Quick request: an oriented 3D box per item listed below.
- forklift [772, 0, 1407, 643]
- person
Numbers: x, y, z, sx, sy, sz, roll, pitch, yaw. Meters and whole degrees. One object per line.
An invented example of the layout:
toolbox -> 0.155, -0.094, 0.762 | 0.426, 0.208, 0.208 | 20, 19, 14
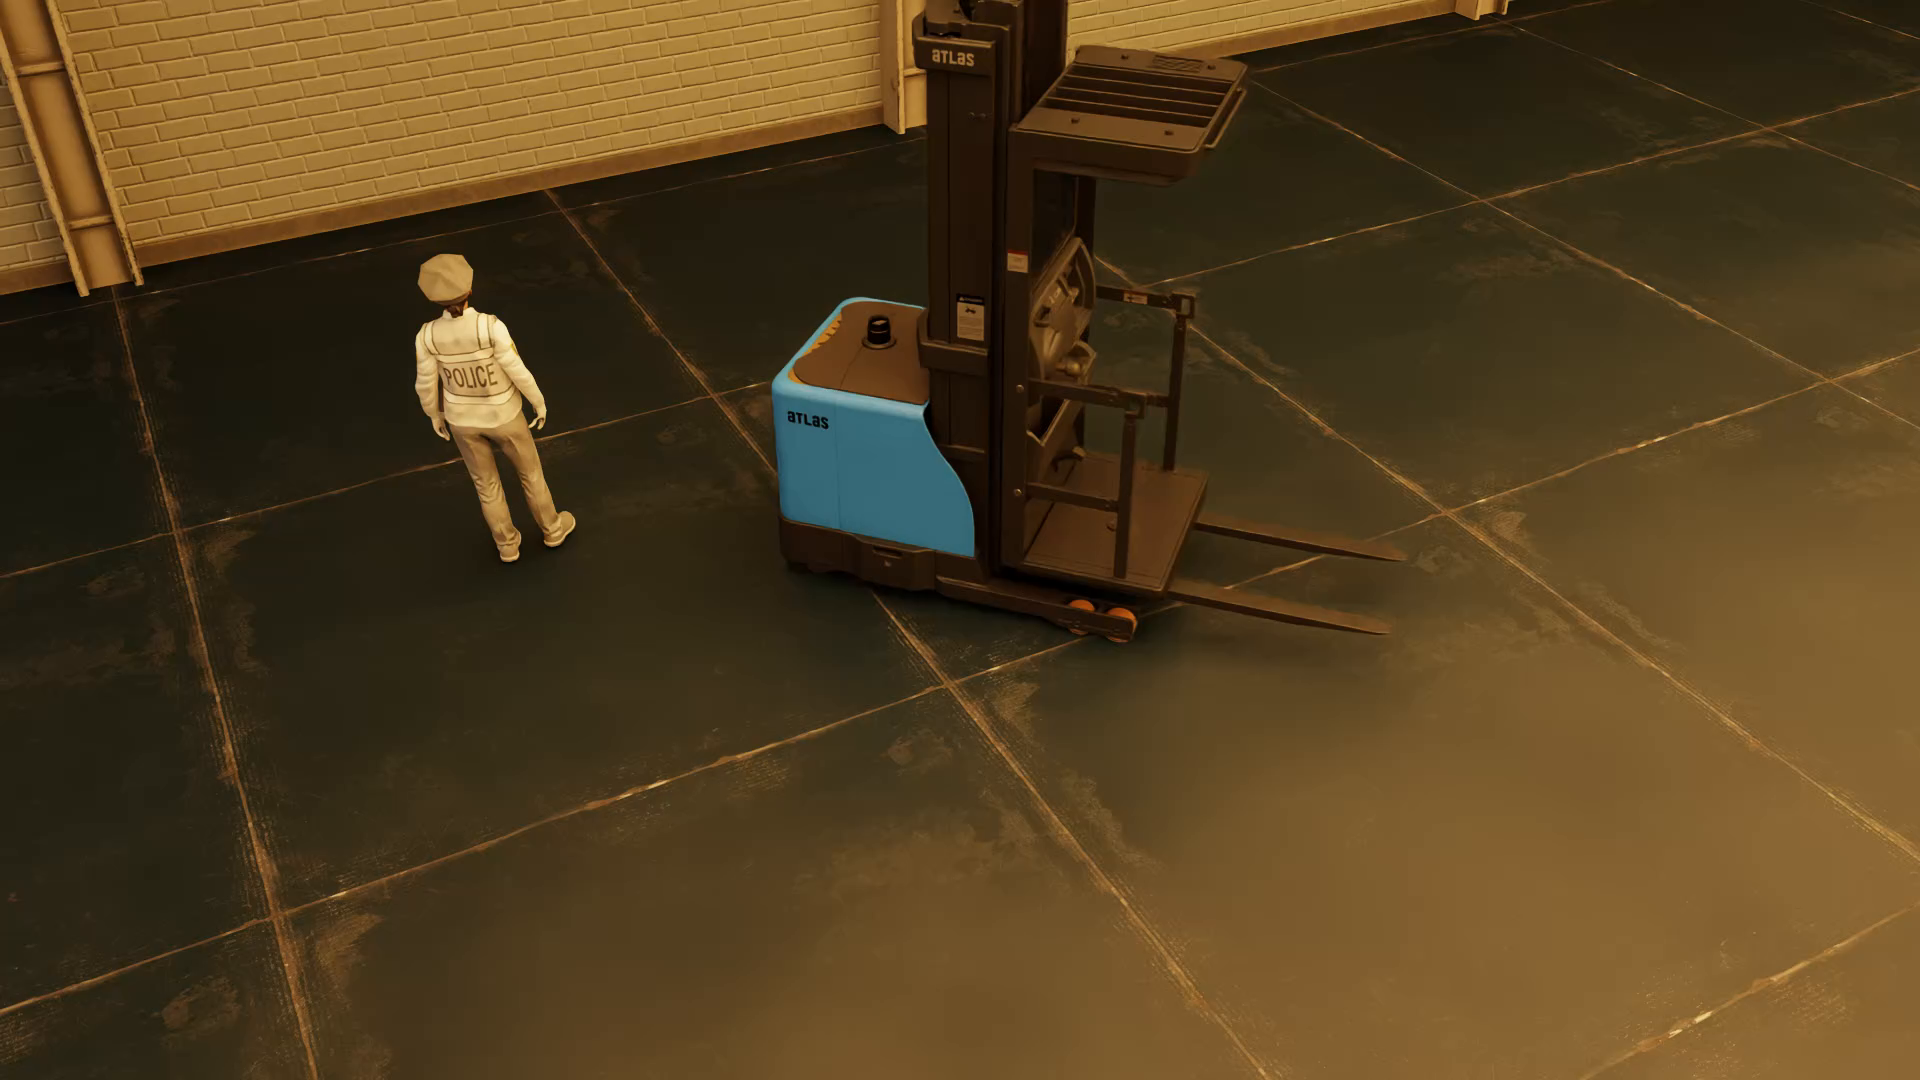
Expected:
forklift -> 0.662, -1.052, 7.611 | 3.031, 2.935, 1.130 | 11, 37, 16
person -> -2.300, -0.645, 8.094 | 0.584, 1.694, 0.533 | -2, 35, -4
